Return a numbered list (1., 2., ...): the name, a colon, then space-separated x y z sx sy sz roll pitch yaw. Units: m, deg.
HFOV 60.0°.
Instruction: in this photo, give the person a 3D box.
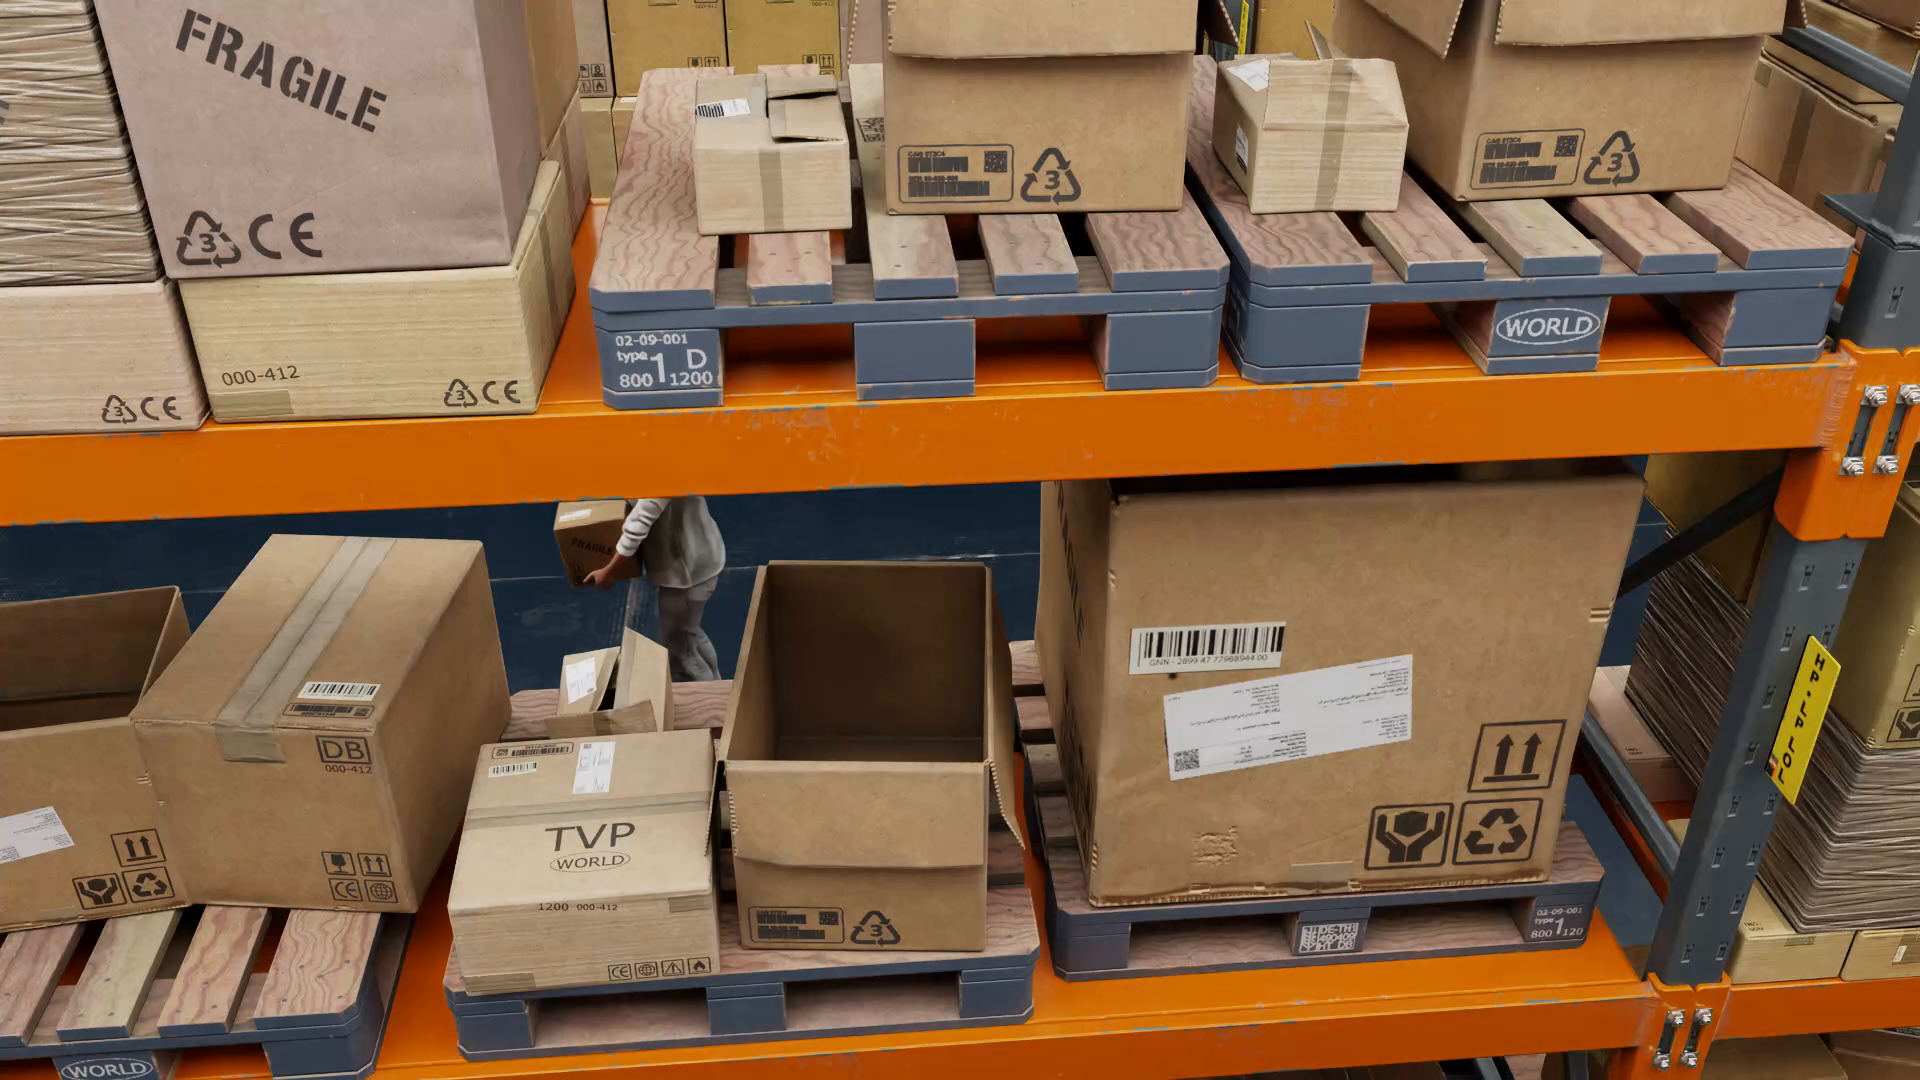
1. person: -1.087 0.074 5.959 0.496 1.528 0.358 -3 32 -5
